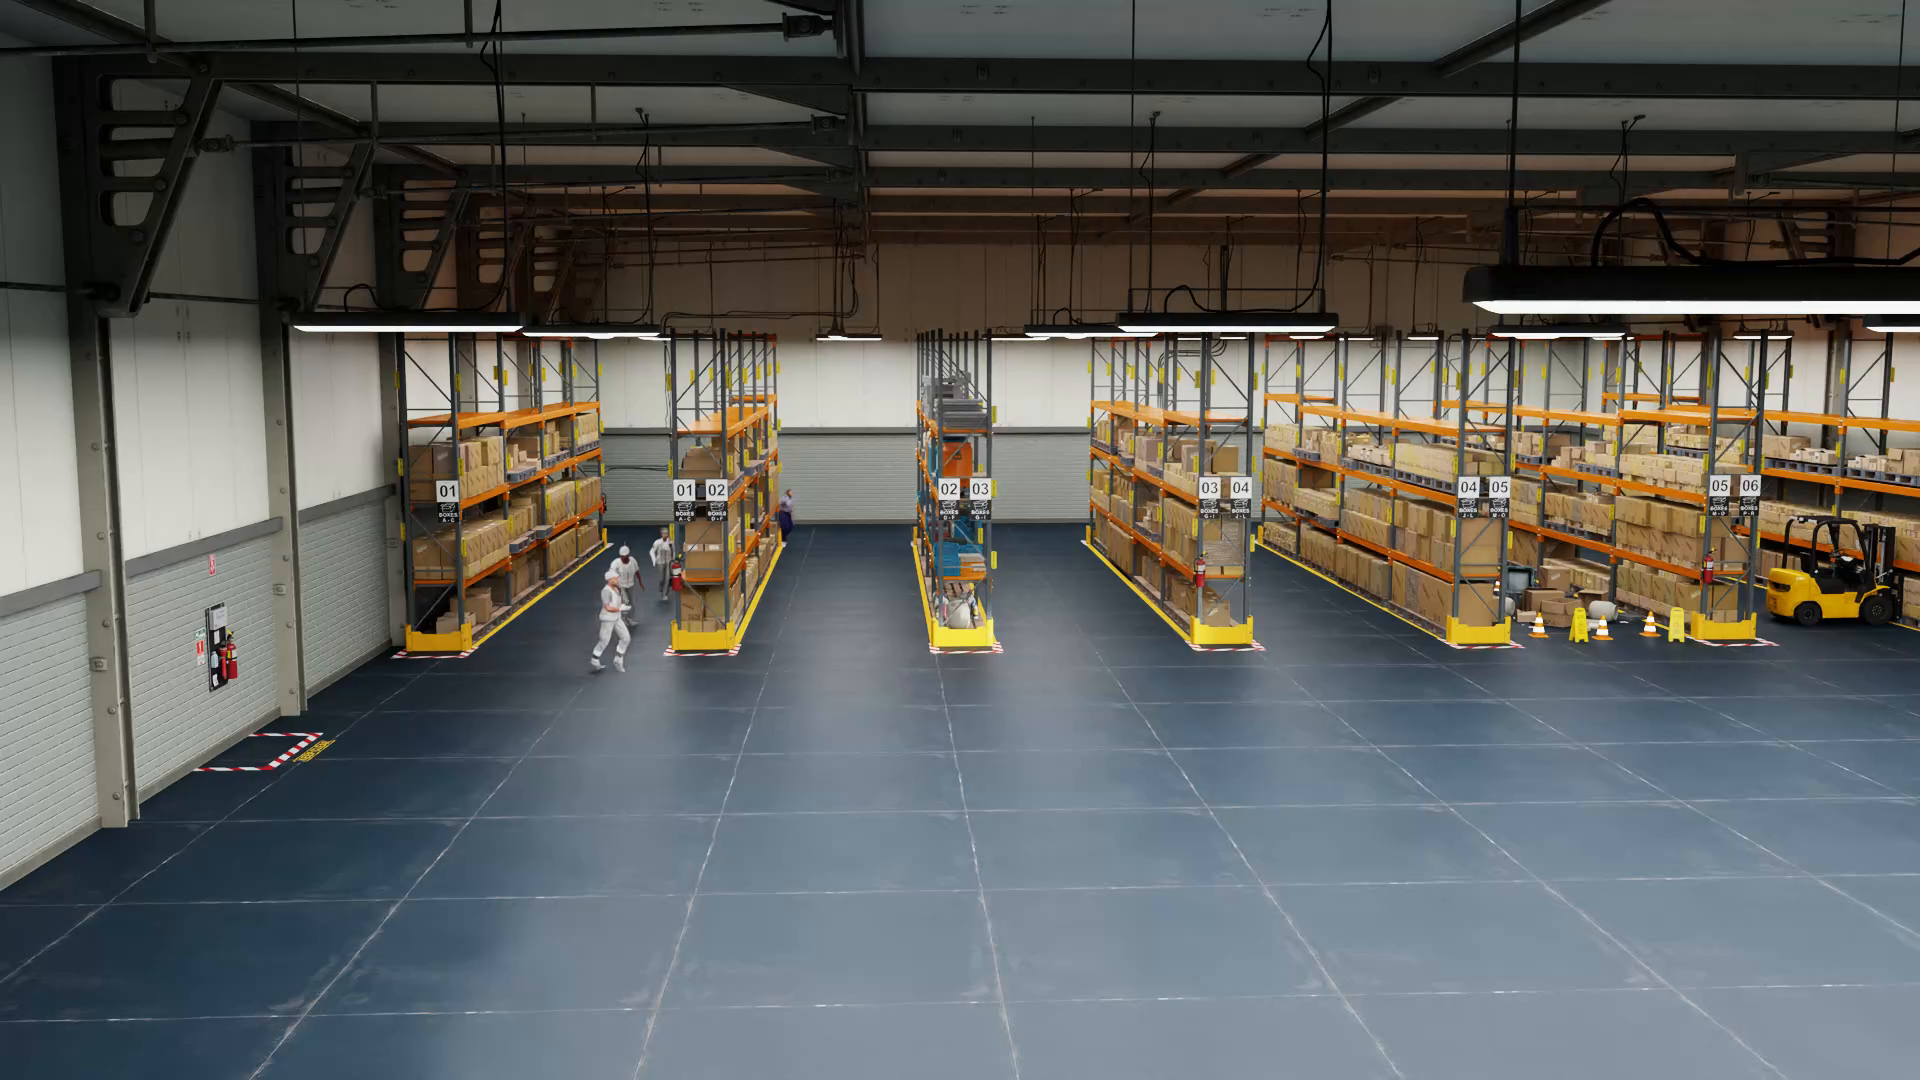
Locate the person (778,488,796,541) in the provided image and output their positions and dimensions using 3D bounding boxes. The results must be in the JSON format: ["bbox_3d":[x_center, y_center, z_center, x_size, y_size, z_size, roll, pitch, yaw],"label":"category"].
[{"bbox_3d":[-5.121,-0.728,48.324,0.606,1.559,0.634,3,7,23],"label":"person"}]

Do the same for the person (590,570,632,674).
[{"bbox_3d":[-6.060,1.432,28.941,0.842,1.828,0.628,2,7,19],"label":"person"}]

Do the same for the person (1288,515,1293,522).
[{"bbox_3d":[9.784,-0.772,49.322,0.952,1.386,0.583,-4,8,-30],"label":"person"}]

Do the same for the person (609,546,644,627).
[{"bbox_3d":[-6.756,0.929,33.639,0.700,1.693,0.617,-6,9,-43],"label":"person"}]

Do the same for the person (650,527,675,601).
[{"bbox_3d":[-6.642,0.520,37.401,0.632,1.650,0.584,-2,7,-14],"label":"person"}]
